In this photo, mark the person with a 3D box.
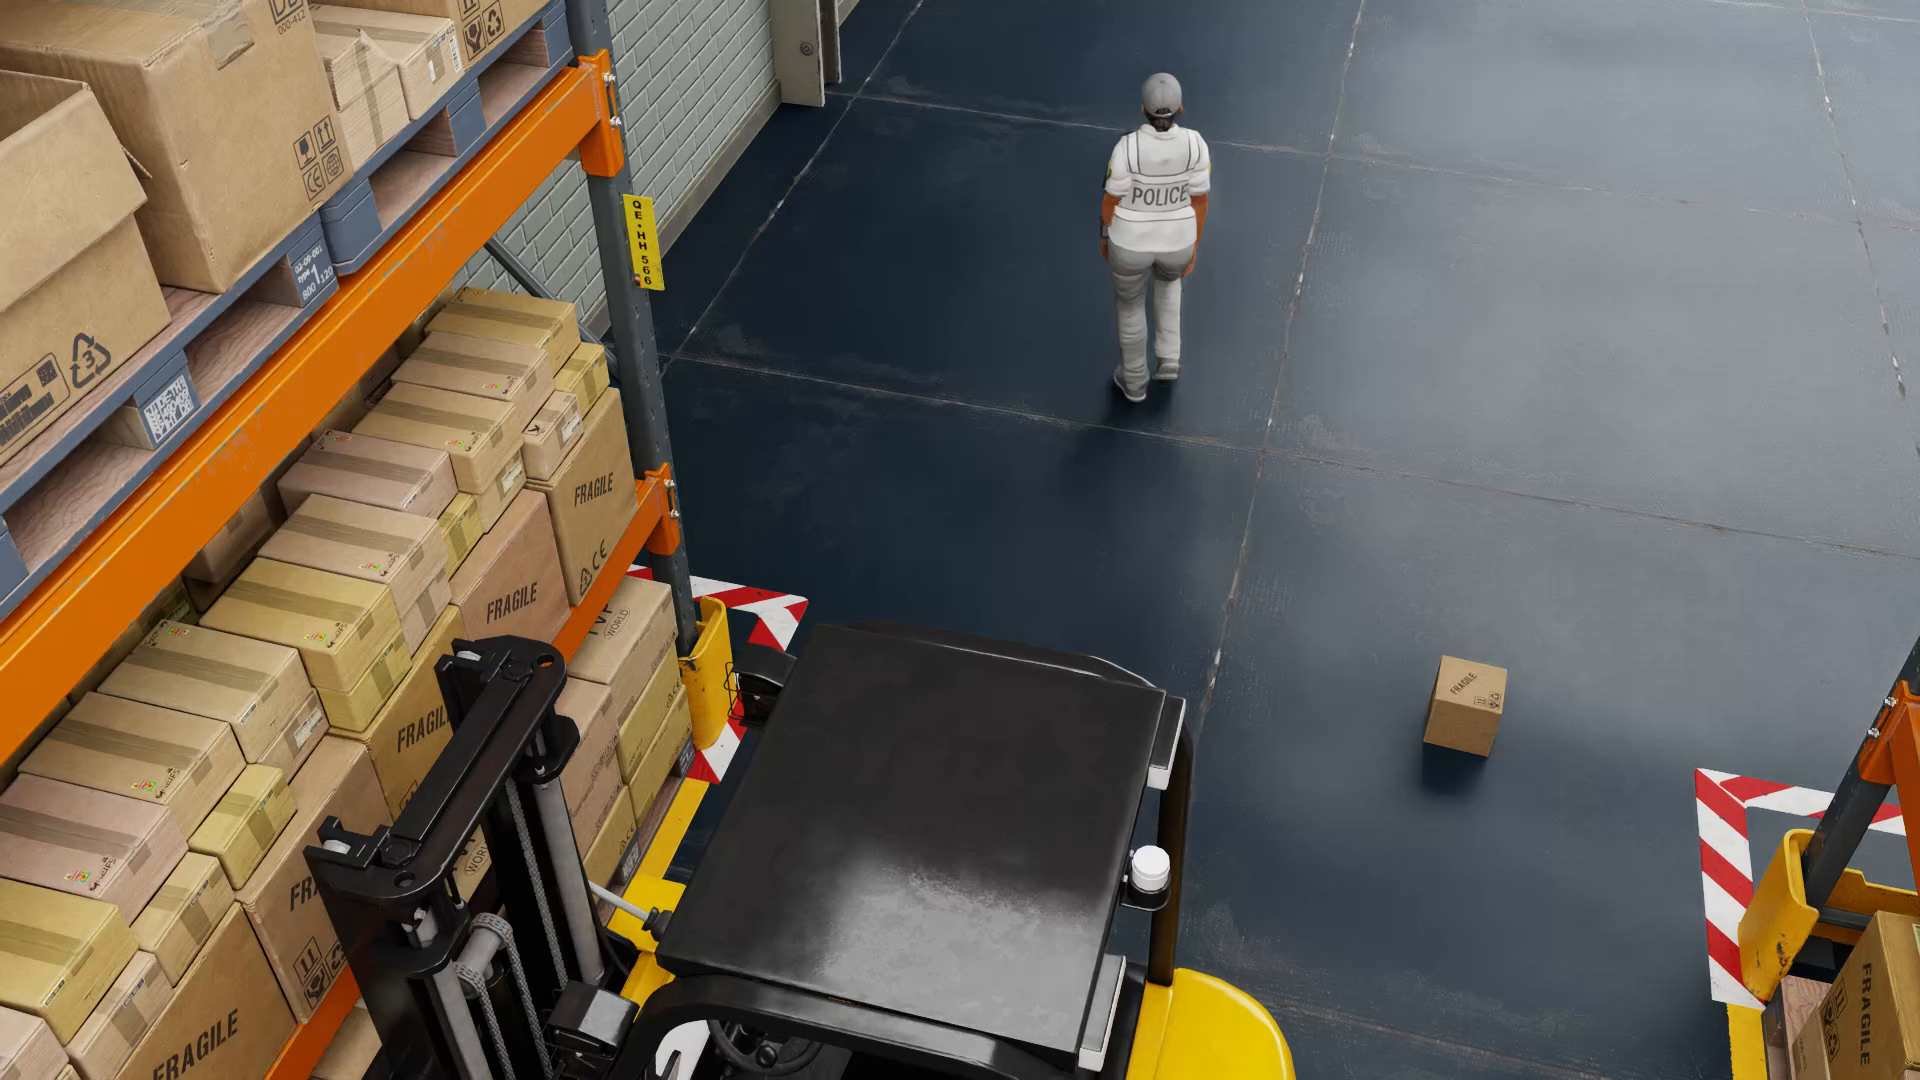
[{"bbox_3d":[0.883,-1.357,7.793,0.443,1.347,0.460,-7,42,-8],"label":"person"}]
